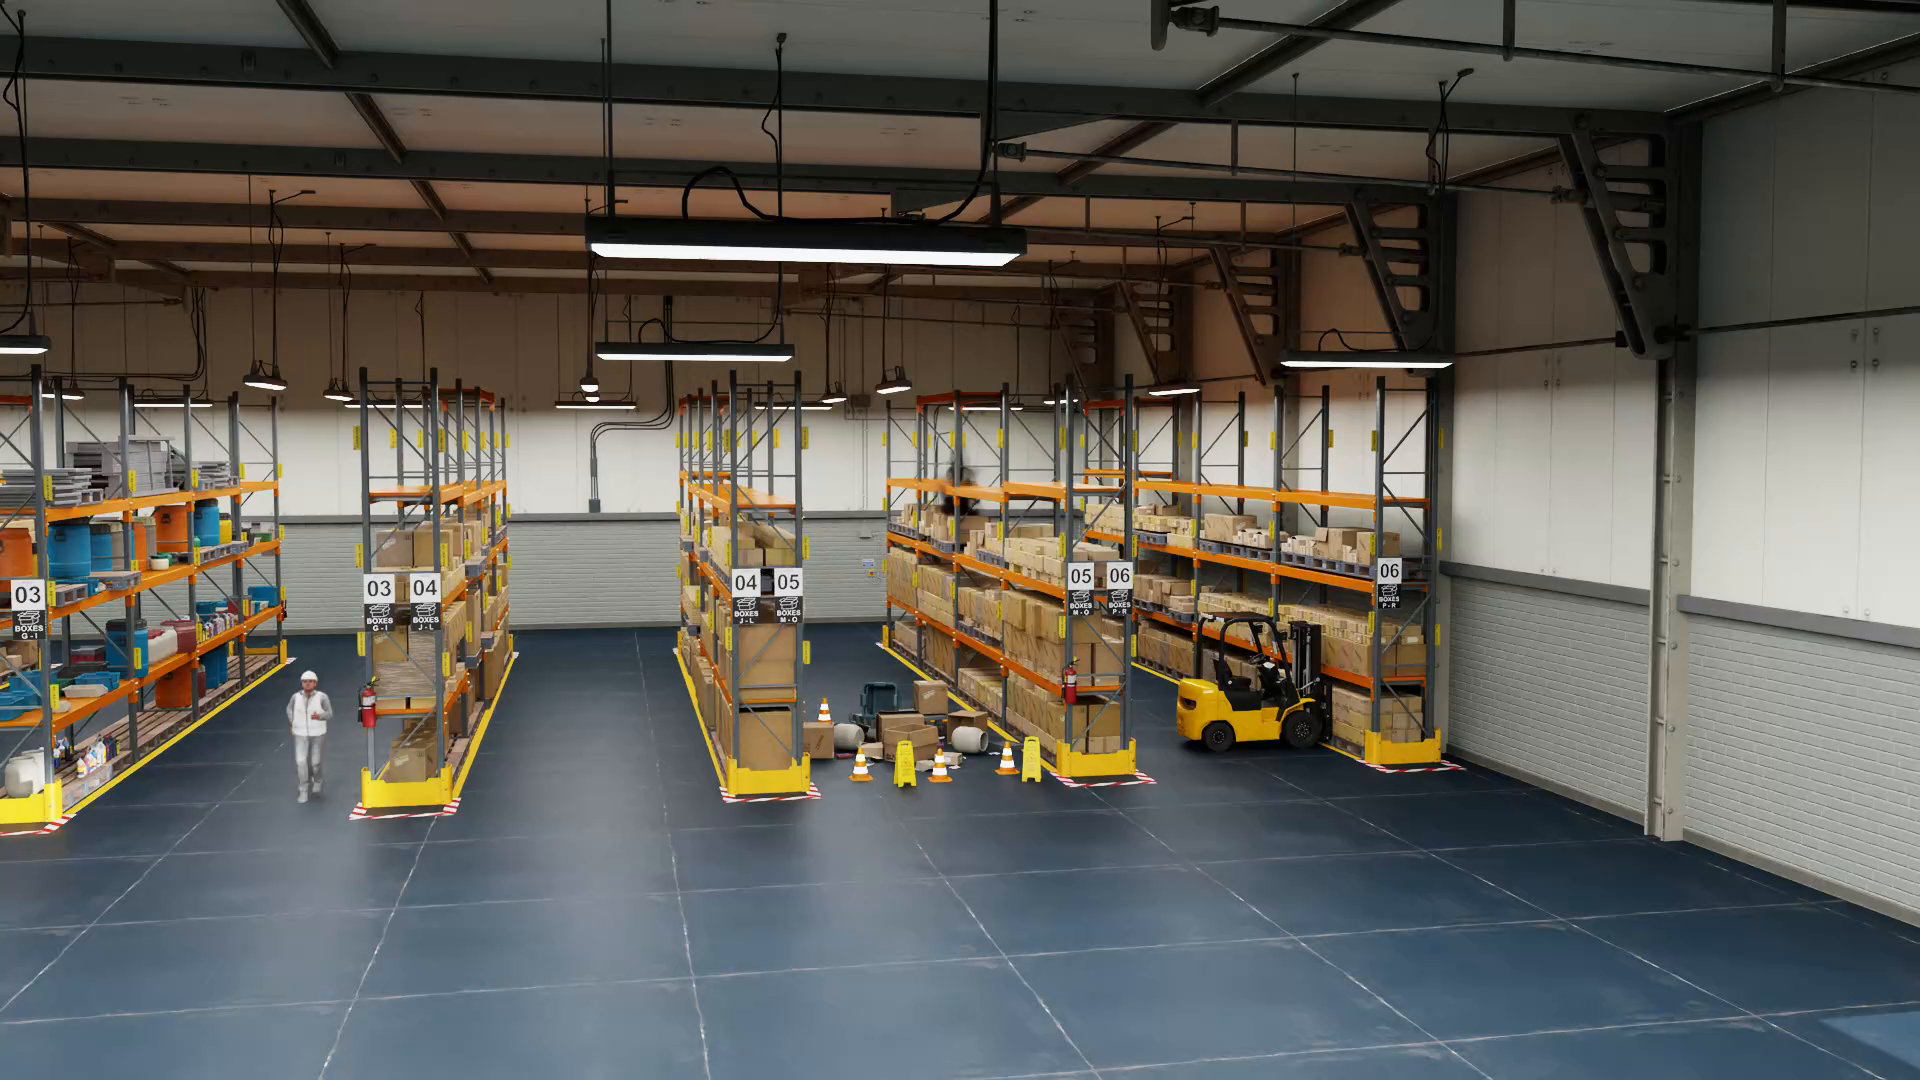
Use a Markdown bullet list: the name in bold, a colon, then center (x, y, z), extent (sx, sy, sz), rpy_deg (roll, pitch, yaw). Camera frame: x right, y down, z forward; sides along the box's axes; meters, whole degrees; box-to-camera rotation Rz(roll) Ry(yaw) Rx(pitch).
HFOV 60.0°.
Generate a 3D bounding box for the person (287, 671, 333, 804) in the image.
- **person**: center (-9.079, 2.744, 23.213), extent (0.638, 1.837, 0.735), rpy_deg (-1, 4, -15)
